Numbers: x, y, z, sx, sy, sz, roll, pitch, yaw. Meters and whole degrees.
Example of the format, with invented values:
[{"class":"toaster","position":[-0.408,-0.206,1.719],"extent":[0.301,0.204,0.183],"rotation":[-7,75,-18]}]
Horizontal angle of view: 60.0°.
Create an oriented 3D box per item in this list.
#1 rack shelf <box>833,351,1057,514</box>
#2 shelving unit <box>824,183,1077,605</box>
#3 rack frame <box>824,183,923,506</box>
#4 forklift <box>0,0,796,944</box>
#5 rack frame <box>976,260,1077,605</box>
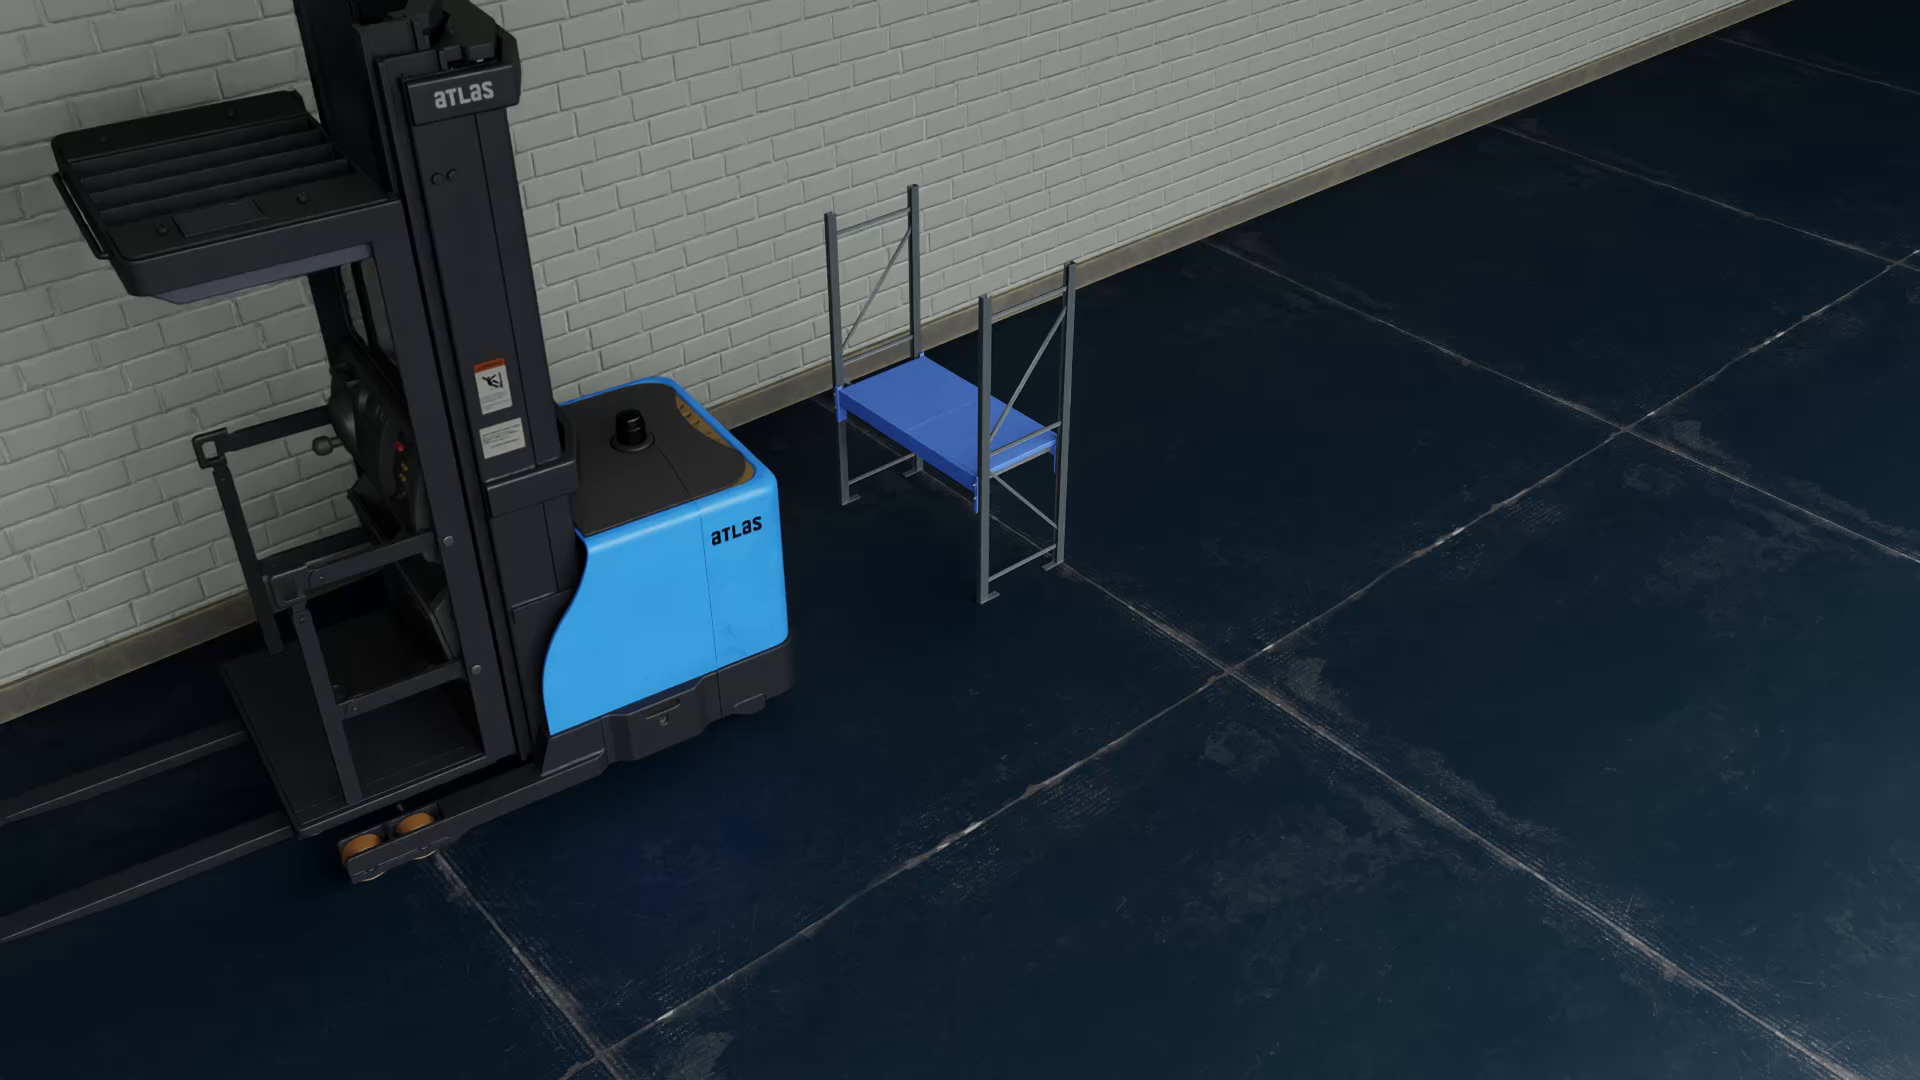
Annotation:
[{"class":"rack shelf","position":[-0.055,-0.503,7.474],"extent":[0.538,0.185,1.000],"rotation":[-26,43,-32]},{"class":"shelving unit","position":[-0.055,-0.650,7.370],"extent":[0.538,1.500,1.048],"rotation":[-26,43,-32]},{"class":"rack frame","position":[-0.383,-0.874,7.687],"extent":[0.500,1.500,0.032],"rotation":[-26,43,-32]},{"class":"forklift","position":[-2.184,-0.315,5.658],"extent":[3.031,2.935,1.130],"rotation":[-21,40,-27]},{"class":"rack frame","position":[0.273,-0.425,7.053],"extent":[0.500,1.500,0.032],"rotation":[-26,43,-32]}]
